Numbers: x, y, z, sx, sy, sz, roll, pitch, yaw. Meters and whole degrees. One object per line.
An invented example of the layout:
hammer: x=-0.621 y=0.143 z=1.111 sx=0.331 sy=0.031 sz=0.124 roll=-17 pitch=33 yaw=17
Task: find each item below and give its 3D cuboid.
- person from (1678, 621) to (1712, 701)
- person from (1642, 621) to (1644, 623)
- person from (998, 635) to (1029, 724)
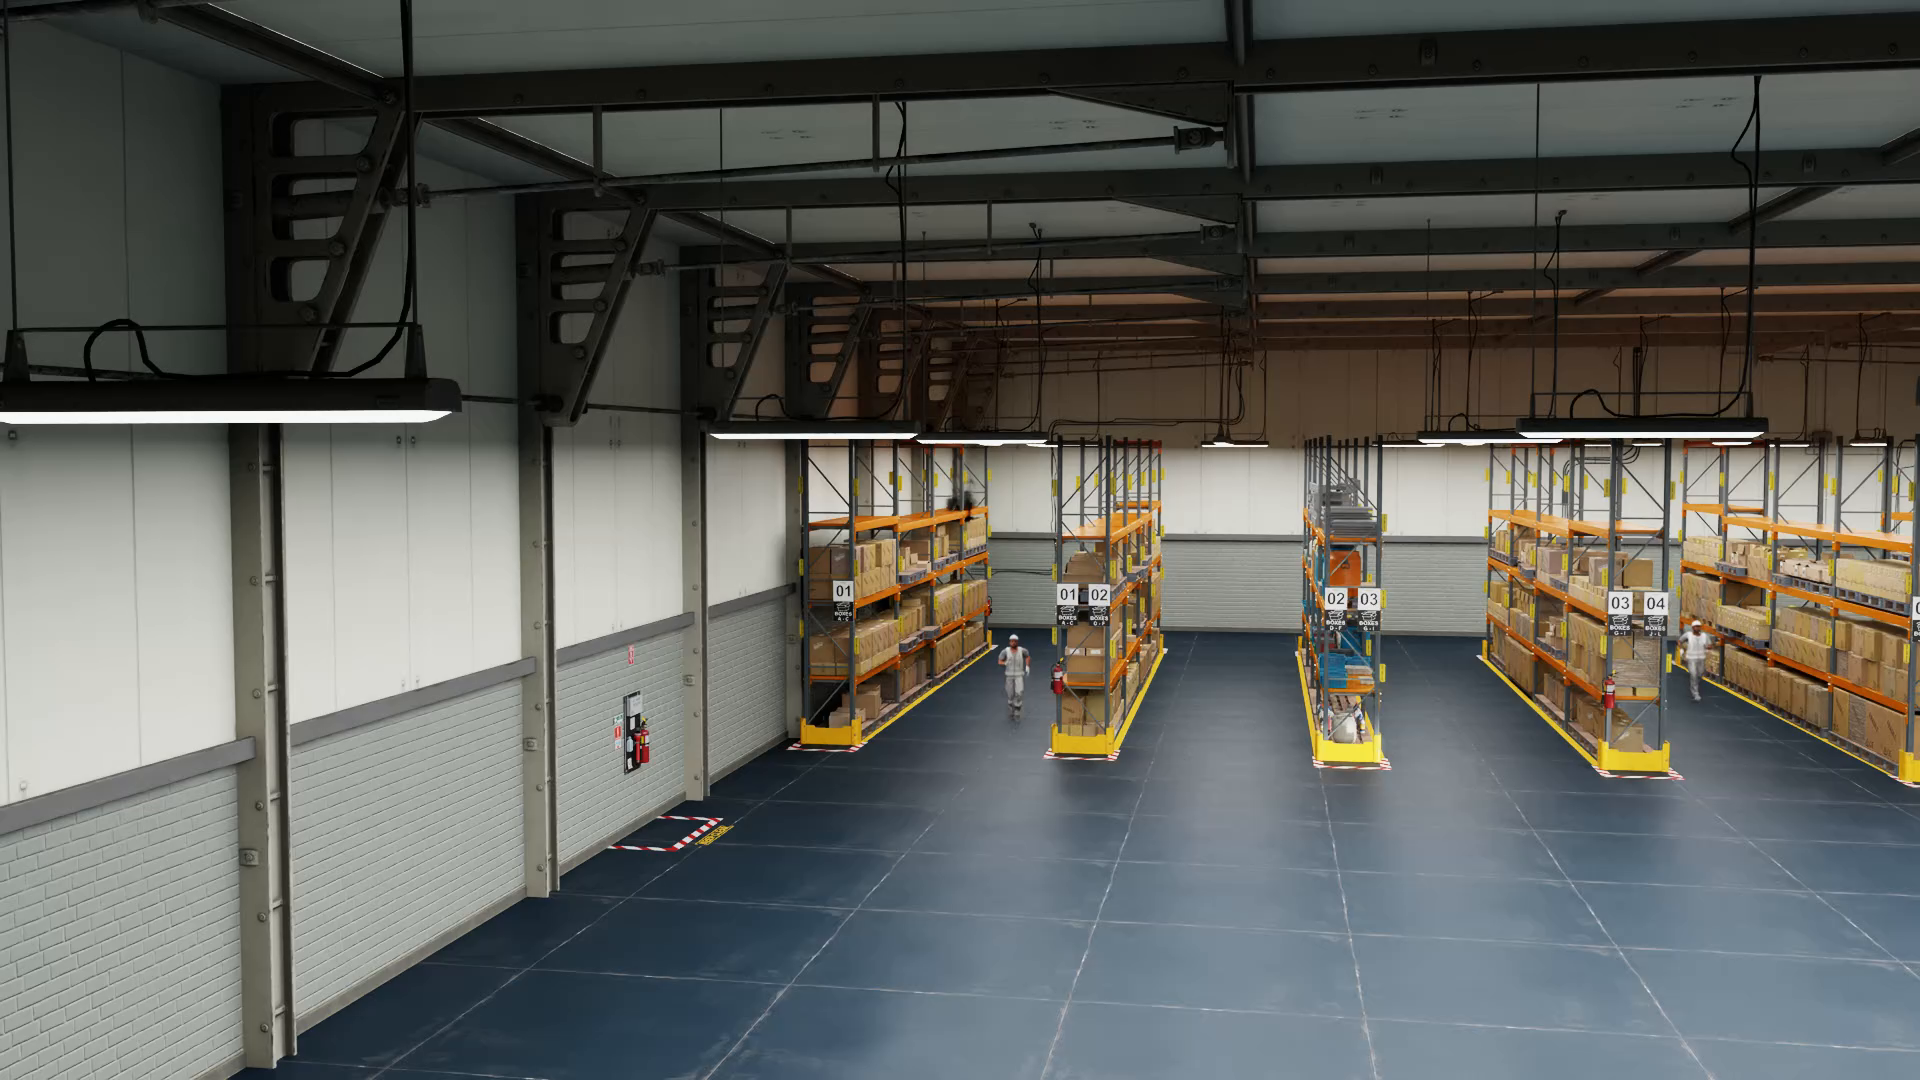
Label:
person: x=16.896 y=2.735 z=38.167 sx=0.680 sy=1.777 sz=0.988 roll=0 pitch=3 yaw=5
person: x=18.950 y=2.442 z=45.499 sx=0.768 sy=1.688 sz=0.652 roll=-1 pitch=3 yaw=-12
person: x=1.133 y=2.912 z=35.167 sx=0.662 sy=1.846 sz=0.836 roll=0 pitch=3 yaw=4
